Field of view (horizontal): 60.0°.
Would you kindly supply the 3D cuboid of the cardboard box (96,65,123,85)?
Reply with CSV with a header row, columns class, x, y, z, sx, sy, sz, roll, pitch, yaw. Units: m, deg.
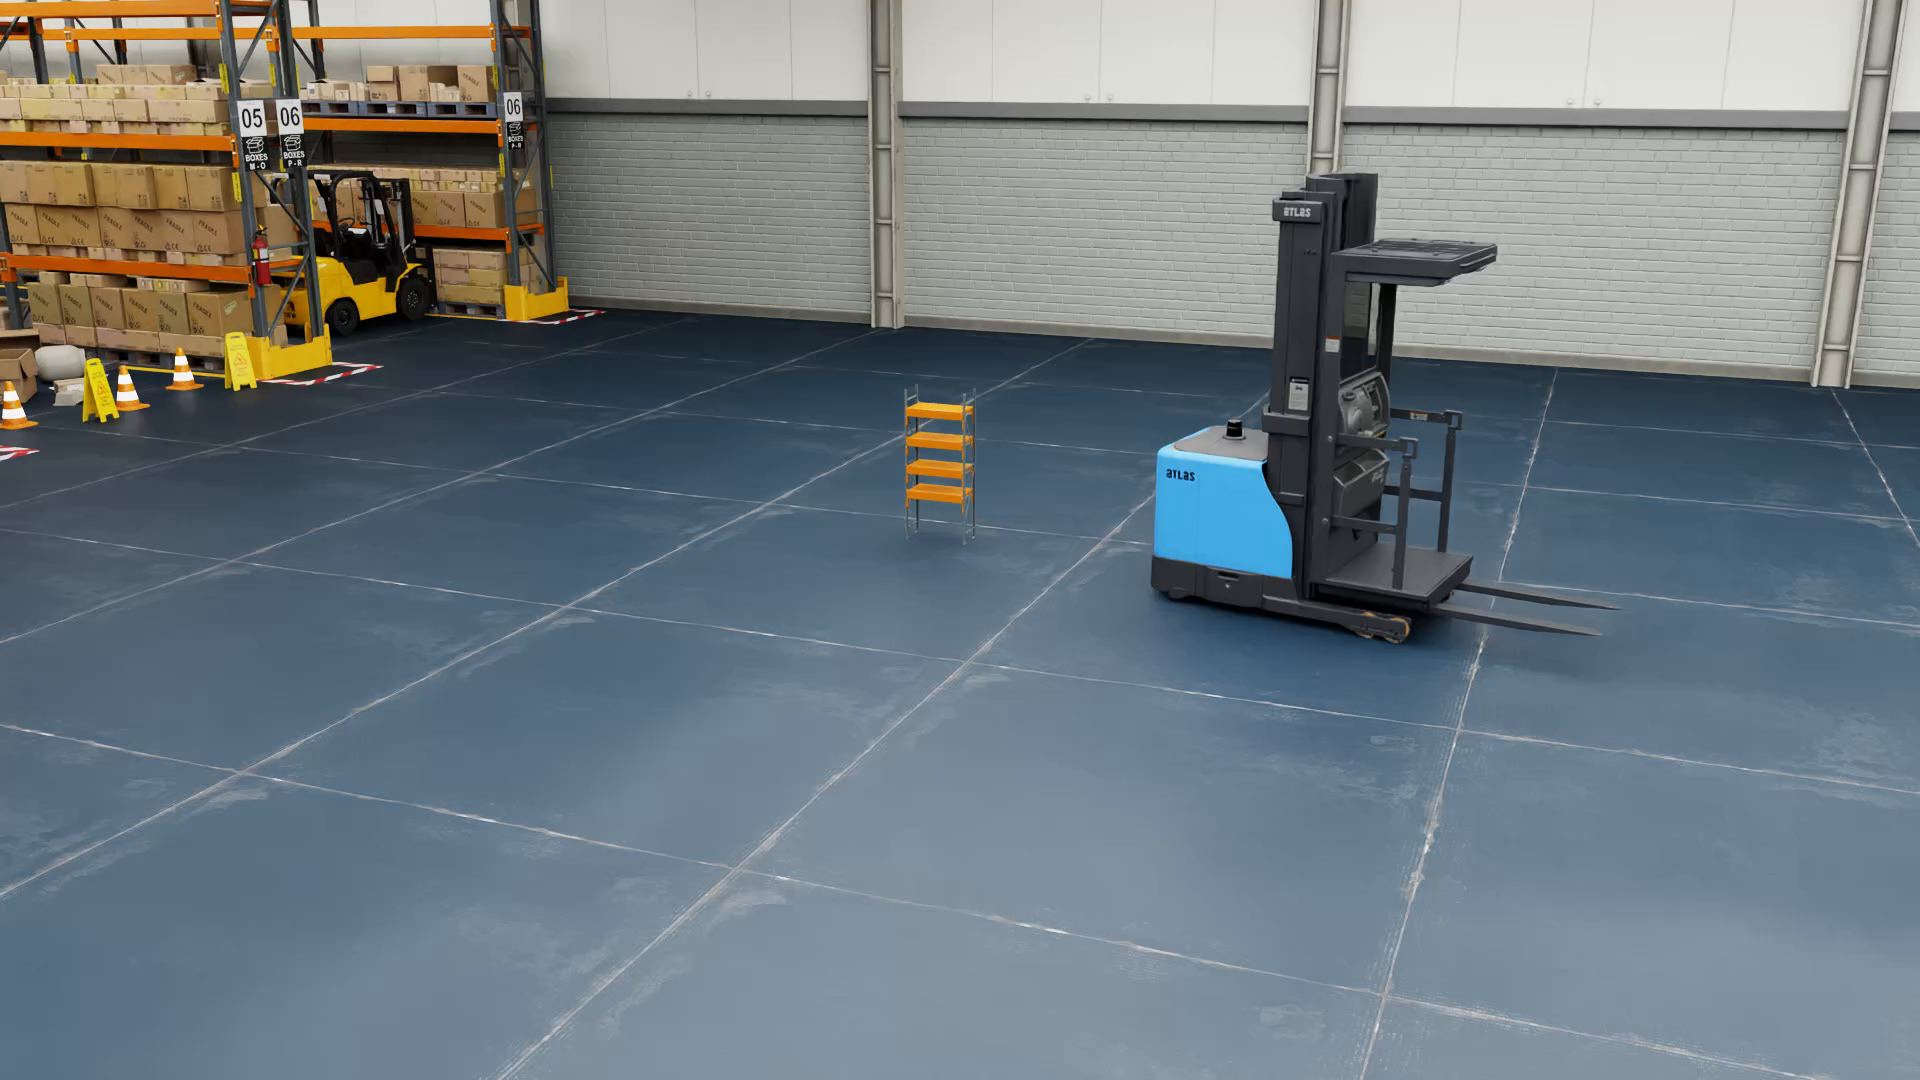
class,x,y,z,sx,sy,sz,roll,pitch,yaw
cardboard box,-13.142,-7.205,26.119,0.500,0.500,0.500,6,17,21

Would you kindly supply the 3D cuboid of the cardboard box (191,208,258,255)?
class,x,y,z,sx,sy,sz,roll,pitch,yaw
cardboard box,-8.708,-3.673,19.731,0.500,0.500,0.500,6,17,20

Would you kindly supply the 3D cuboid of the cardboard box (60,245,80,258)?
class,x,y,z,sx,sy,sz,roll,pitch,yaw
cardboard box,-10.918,-3.605,20.661,0.250,0.149,0.380,7,18,22

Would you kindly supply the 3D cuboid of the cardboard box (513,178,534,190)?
class,x,y,z,sx,sy,sz,roll,pitch,yaw
cardboard box,-6.505,-5.247,24.524,0.250,0.149,0.380,6,17,19

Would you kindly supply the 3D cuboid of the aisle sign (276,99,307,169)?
class,x,y,z,sx,sy,sz,roll,pitch,yaw
aisle sign,-7.931,-4.820,19.734,0.004,0.787,0.394,6,17,21

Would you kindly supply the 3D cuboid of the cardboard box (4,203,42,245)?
class,x,y,z,sx,sy,sz,roll,pitch,yaw
cardboard box,-11.516,-3.980,20.792,0.500,0.500,0.500,6,17,20

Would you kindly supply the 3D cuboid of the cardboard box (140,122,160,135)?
class,x,y,z,sx,sy,sz,roll,pitch,yaw
cardboard box,-9.475,-4.891,19.711,0.250,0.149,0.380,6,17,20

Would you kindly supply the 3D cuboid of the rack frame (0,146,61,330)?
class,x,y,z,sx,sy,sz,roll,pitch,yaw
rack frame,-11.823,-3.907,21.251,0.127,3.000,1.000,6,17,21

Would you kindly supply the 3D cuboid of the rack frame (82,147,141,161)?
class,x,y,z,sx,sy,sz,roll,pitch,yaw
rack frame,-13.727,-5.604,27.096,0.127,3.000,1.000,6,17,21

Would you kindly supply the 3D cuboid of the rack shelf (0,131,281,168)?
class,x,y,z,sx,sy,sz,roll,pitch,yaw
rack shelf,-9.963,-4.797,20.228,4.000,0.370,1.077,6,17,21

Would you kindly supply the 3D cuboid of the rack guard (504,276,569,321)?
class,x,y,z,sx,sy,sz,roll,pitch,yaw
rack guard,-6.262,-3.583,24.617,0.348,0.500,1.175,6,17,21

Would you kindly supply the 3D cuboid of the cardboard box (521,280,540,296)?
class,x,y,z,sx,sy,sz,roll,pitch,yaw
cardboard box,-6.670,-3.768,24.950,0.500,0.250,0.500,6,17,21

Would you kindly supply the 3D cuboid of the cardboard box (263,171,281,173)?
class,x,y,z,sx,sy,sz,roll,pitch,yaw
cardboard box,-10.716,-5.713,26.128,0.250,0.149,0.380,6,17,20

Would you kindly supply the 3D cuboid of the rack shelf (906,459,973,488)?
class,x,y,z,sx,sy,sz,roll,pitch,yaw
rack shelf,-0.154,-0.529,13.083,0.480,0.148,0.258,6,17,21

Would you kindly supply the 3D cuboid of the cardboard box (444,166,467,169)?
class,x,y,z,sx,sy,sz,roll,pitch,yaw
cardboard box,-7.480,-5.486,24.814,0.250,0.149,0.380,7,18,22

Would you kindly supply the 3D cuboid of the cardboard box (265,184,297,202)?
class,x,y,z,sx,sy,sz,roll,pitch,yaw
cardboard box,-10.556,-5.347,25.583,0.500,0.250,0.500,6,17,19

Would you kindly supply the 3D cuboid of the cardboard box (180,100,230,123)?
class,x,y,z,sx,sy,sz,roll,pitch,yaw
cardboard box,-8.677,-4.991,19.342,0.500,0.250,0.500,6,17,20

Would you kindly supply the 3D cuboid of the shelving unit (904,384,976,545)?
class,x,y,z,sx,sy,sz,roll,pitch,yaw
shelving unit,-0.154,-0.593,13.065,0.503,1.200,0.258,6,17,21

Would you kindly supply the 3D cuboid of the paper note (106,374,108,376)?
class,x,y,z,sx,sy,sz,roll,pitch,yaw
paper note,-10.296,-1.973,19.915,0.148,0.019,0.142,0,16,1

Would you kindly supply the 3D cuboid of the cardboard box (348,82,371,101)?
class,x,y,z,sx,sy,sz,roll,pitch,yaw
cardboard box,-8.736,-6.590,24.421,0.258,0.266,0.396,6,17,19

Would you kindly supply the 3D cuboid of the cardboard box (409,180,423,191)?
class,x,y,z,sx,sy,sz,roll,pitch,yaw
cardboard box,-7.912,-5.233,24.475,0.250,0.149,0.380,6,17,21

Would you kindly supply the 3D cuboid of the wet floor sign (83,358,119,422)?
class,x,y,z,sx,sy,sz,roll,pitch,yaw
wet floor sign,-9.071,-1.583,17.471,0.232,0.644,0.267,3,17,11

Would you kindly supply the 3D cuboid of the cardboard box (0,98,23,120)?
class,x,y,z,sx,sy,sz,roll,pitch,yaw
cardboard box,-11.515,-5.302,20.413,0.500,0.250,0.500,6,17,19

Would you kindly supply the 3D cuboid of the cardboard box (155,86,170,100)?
class,x,y,z,sx,sy,sz,roll,pitch,yaw
cardboard box,-9.212,-5.256,19.537,0.250,0.149,0.380,6,17,21

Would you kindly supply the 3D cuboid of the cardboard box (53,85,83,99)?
class,x,y,z,sx,sy,sz,roll,pitch,yaw
cardboard box,-10.671,-5.398,20.029,0.250,0.149,0.380,6,17,19

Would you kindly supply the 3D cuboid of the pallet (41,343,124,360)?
class,x,y,z,sx,sy,sz,roll,pitch,yaw
pallet,-11.186,-2.508,21.435,1.213,0.211,1.003,6,17,21

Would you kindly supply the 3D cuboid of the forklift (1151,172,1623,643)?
class,x,y,z,sx,sy,sz,roll,pitch,yaw
forklift,2.874,-0.903,11.026,3.031,2.935,1.130,10,19,31

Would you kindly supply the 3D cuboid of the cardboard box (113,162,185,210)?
class,x,y,z,sx,sy,sz,roll,pitch,yaw
cardboard box,-9.638,-4.244,19.905,0.500,0.500,0.700,6,17,20

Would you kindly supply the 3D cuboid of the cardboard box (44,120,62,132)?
class,x,y,z,sx,sy,sz,roll,pitch,yaw
cardboard box,-10.911,-5.057,20.284,0.250,0.149,0.380,7,18,22

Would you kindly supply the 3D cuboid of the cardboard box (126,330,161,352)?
class,x,y,z,sx,sy,sz,roll,pitch,yaw
cardboard box,-9.921,-2.499,20.580,0.500,0.250,0.500,6,17,19

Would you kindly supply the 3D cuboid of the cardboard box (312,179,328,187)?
class,x,y,z,sx,sy,sz,roll,pitch,yaw
cardboard box,-9.564,-5.427,25.145,0.250,0.149,0.380,7,17,22

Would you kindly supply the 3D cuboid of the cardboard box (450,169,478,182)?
class,x,y,z,sx,sy,sz,roll,pitch,yaw
cardboard box,-7.189,-5.307,24.197,0.250,0.149,0.380,7,17,22

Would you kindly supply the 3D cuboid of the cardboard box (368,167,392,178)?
class,x,y,z,sx,sy,sz,roll,pitch,yaw
cardboard box,-8.590,-5.476,24.780,0.250,0.149,0.380,6,17,20

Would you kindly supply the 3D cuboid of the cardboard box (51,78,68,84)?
class,x,y,z,sx,sy,sz,roll,pitch,yaw
cardboard box,-14.361,-7.319,26.646,0.250,0.149,0.380,6,17,19

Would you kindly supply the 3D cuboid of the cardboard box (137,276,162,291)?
class,x,y,z,sx,sy,sz,roll,pitch,yaw
cardboard box,-9.787,-3.139,20.276,0.250,0.149,0.380,7,18,23

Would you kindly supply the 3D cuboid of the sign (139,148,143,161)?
class,x,y,z,sx,sy,sz,roll,pitch,yaw
sign,-13.526,-6.304,27.432,0.005,0.325,0.100,6,17,21

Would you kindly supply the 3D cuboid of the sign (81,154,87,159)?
class,x,y,z,sx,sy,sz,roll,pitch,yaw
sign,-13.917,-5.980,26.458,0.005,0.325,0.100,6,17,21

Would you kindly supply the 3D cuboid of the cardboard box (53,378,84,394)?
class,x,y,z,sx,sy,sz,roll,pitch,yaw
cardboard box,-10.062,-1.739,18.896,0.380,0.149,0.250,-12,20,-37

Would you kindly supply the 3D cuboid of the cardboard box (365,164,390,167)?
class,x,y,z,sx,sy,sz,roll,pitch,yaw
cardboard box,-8.873,-5.673,25.459,0.250,0.149,0.380,6,17,20

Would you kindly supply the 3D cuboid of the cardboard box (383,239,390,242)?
class,x,y,z,sx,sy,sz,roll,pitch,yaw
cardboard box,-9.000,-4.508,25.706,0.500,0.250,0.500,6,17,20

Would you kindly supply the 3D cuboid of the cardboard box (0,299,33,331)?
class,x,y,z,sx,sy,sz,roll,pitch,yaw
cardboard box,-12.312,-2.900,21.741,0.625,0.372,0.950,7,17,21

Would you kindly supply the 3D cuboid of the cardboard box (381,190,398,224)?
class,x,y,z,sx,sy,sz,roll,pitch,yaw
cardboard box,-8.266,-4.972,24.741,0.500,0.500,0.500,6,17,21

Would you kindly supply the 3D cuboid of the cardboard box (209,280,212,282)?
class,x,y,z,sx,sy,sz,roll,pitch,yaw
cardboard box,-9.725,-3.001,20.965,0.500,0.500,0.500,7,17,22

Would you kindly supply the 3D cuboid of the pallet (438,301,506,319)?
class,x,y,z,sx,sy,sz,roll,pitch,yaw
pallet,-7.011,-3.514,24.898,1.213,0.211,1.003,6,17,21

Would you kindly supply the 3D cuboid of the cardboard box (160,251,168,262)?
class,x,y,z,sx,sy,sz,roll,pitch,yaw
cardboard box,-9.473,-3.470,20.196,0.250,0.149,0.380,7,17,21

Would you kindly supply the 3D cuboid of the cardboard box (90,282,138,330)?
class,x,y,z,sx,sy,sz,roll,pitch,yaw
cardboard box,-10.390,-2.913,20.660,0.500,0.500,0.500,7,18,24
